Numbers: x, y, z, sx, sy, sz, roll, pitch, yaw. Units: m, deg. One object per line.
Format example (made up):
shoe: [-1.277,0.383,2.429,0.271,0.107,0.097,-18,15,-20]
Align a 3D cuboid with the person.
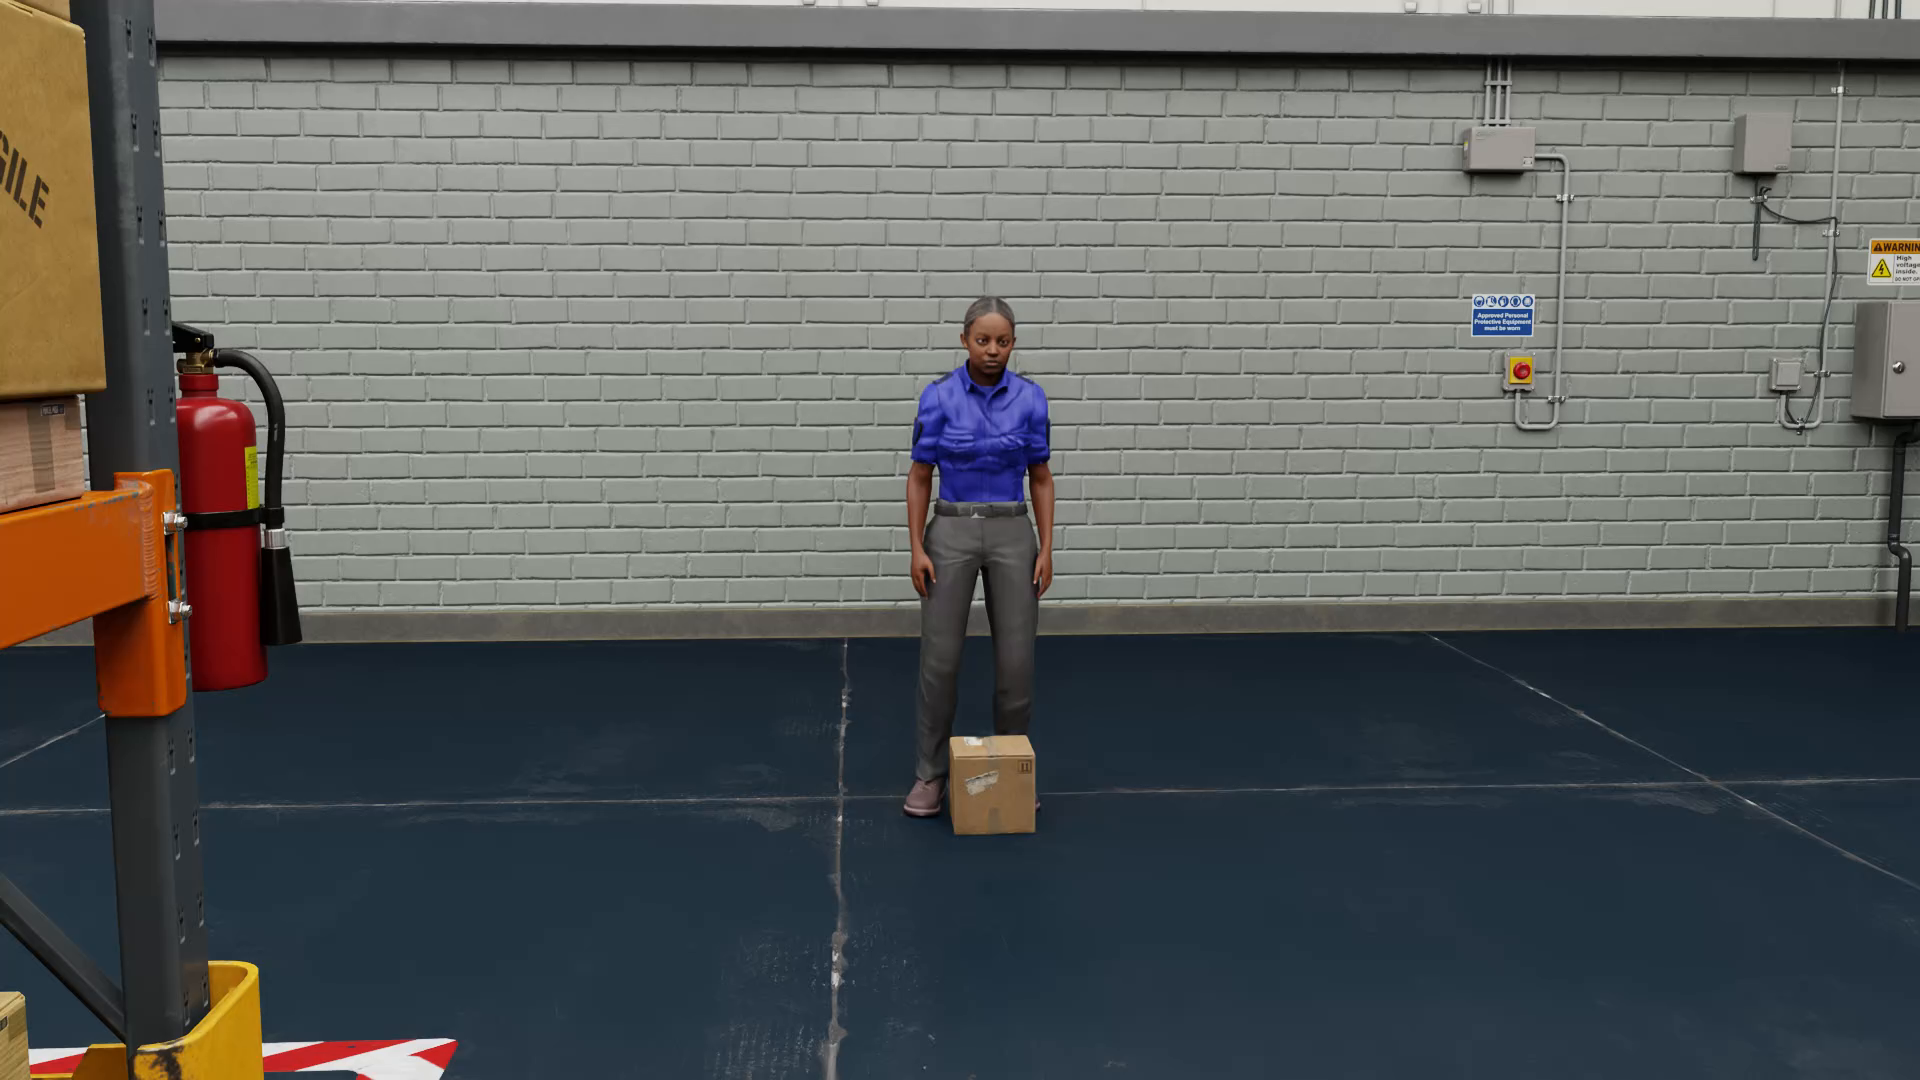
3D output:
person: [0.062,0.047,5.385,0.505,1.655,0.348,-1,7,-6]
